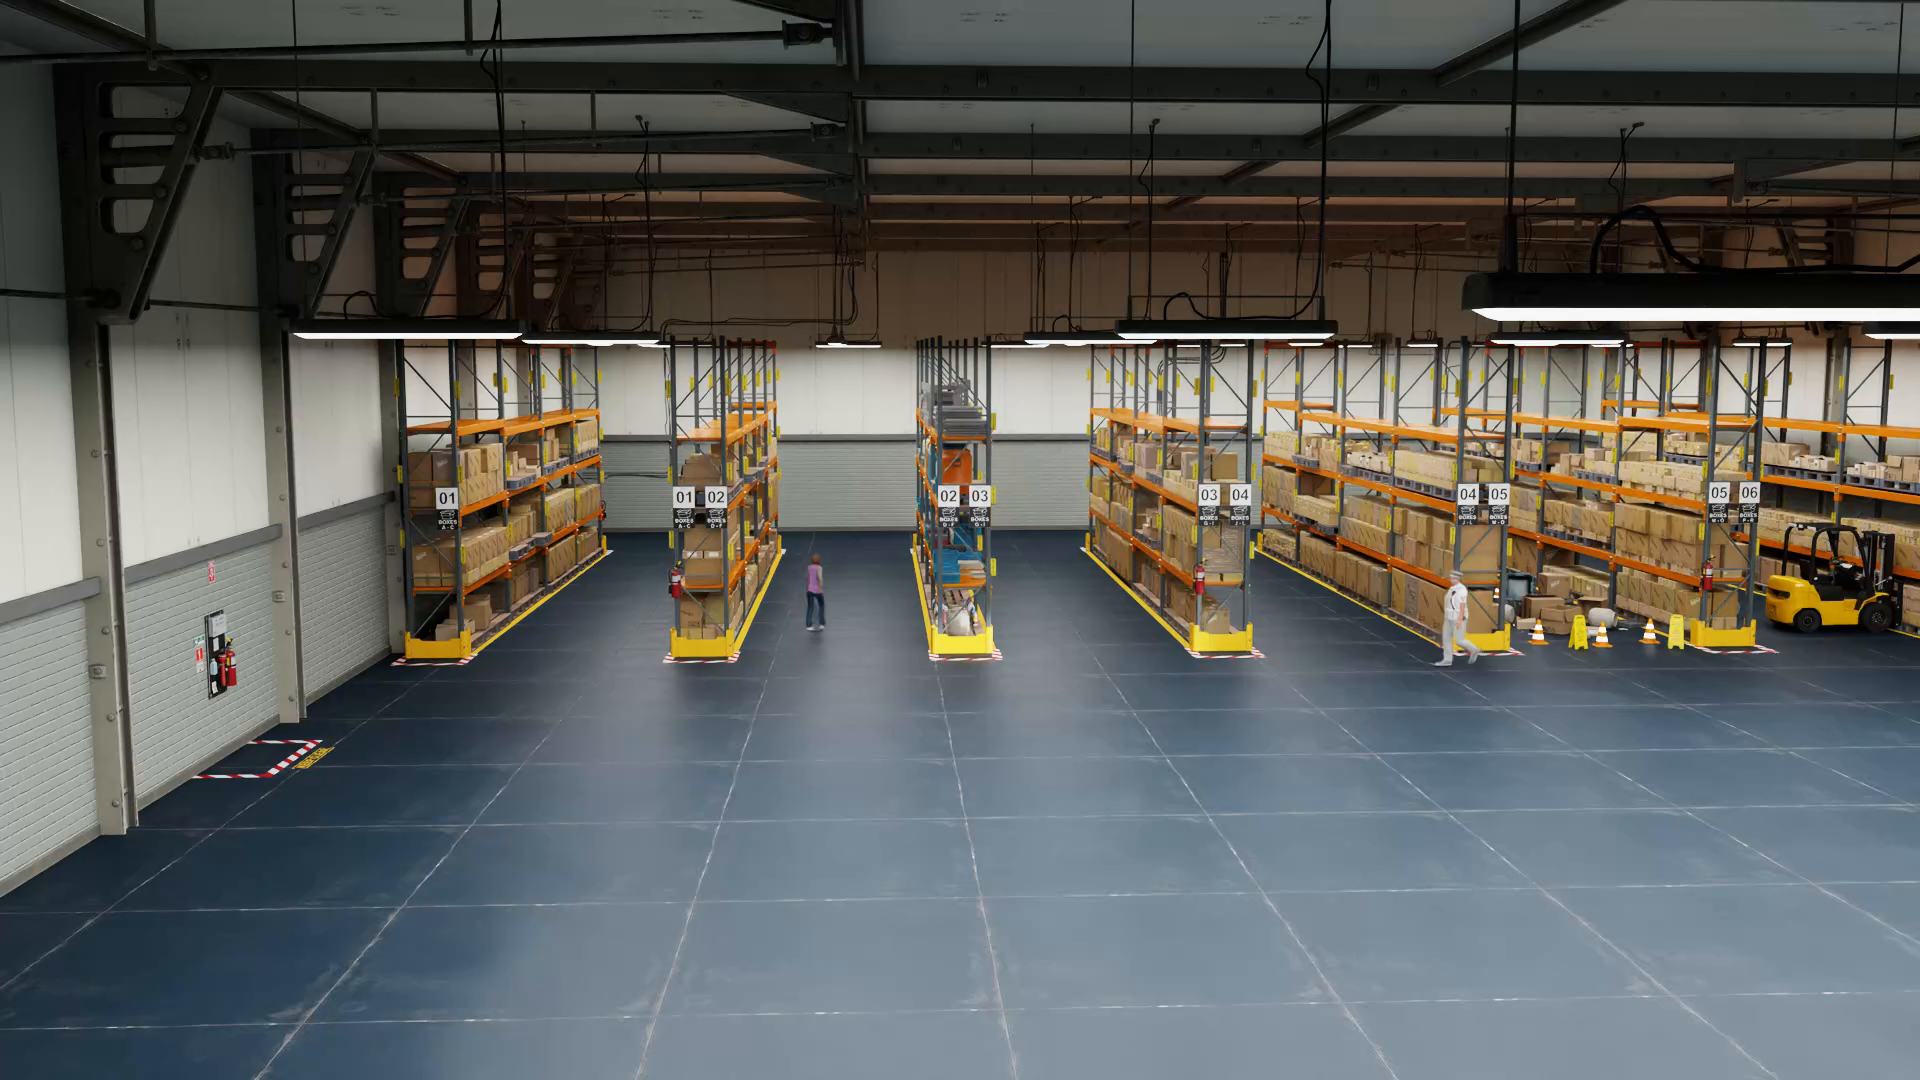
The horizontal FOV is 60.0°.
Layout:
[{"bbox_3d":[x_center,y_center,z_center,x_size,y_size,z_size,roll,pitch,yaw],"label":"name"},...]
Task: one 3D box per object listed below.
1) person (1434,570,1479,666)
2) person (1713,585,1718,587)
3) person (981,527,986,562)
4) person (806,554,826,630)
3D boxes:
[{"bbox_3d":[9.019,1.420,30.160,0.734,1.752,0.509,-3,7,-24],"label":"person"},{"bbox_3d":[16.701,0.766,36.965,0.448,1.544,0.831,-4,7,-29],"label":"person"},{"bbox_3d":[0.546,-0.265,45.191,0.422,1.732,0.597,5,8,36],"label":"person"},{"bbox_3d":[-2.939,1.104,34.136,0.446,1.636,0.733,3,7,22],"label":"person"}]
